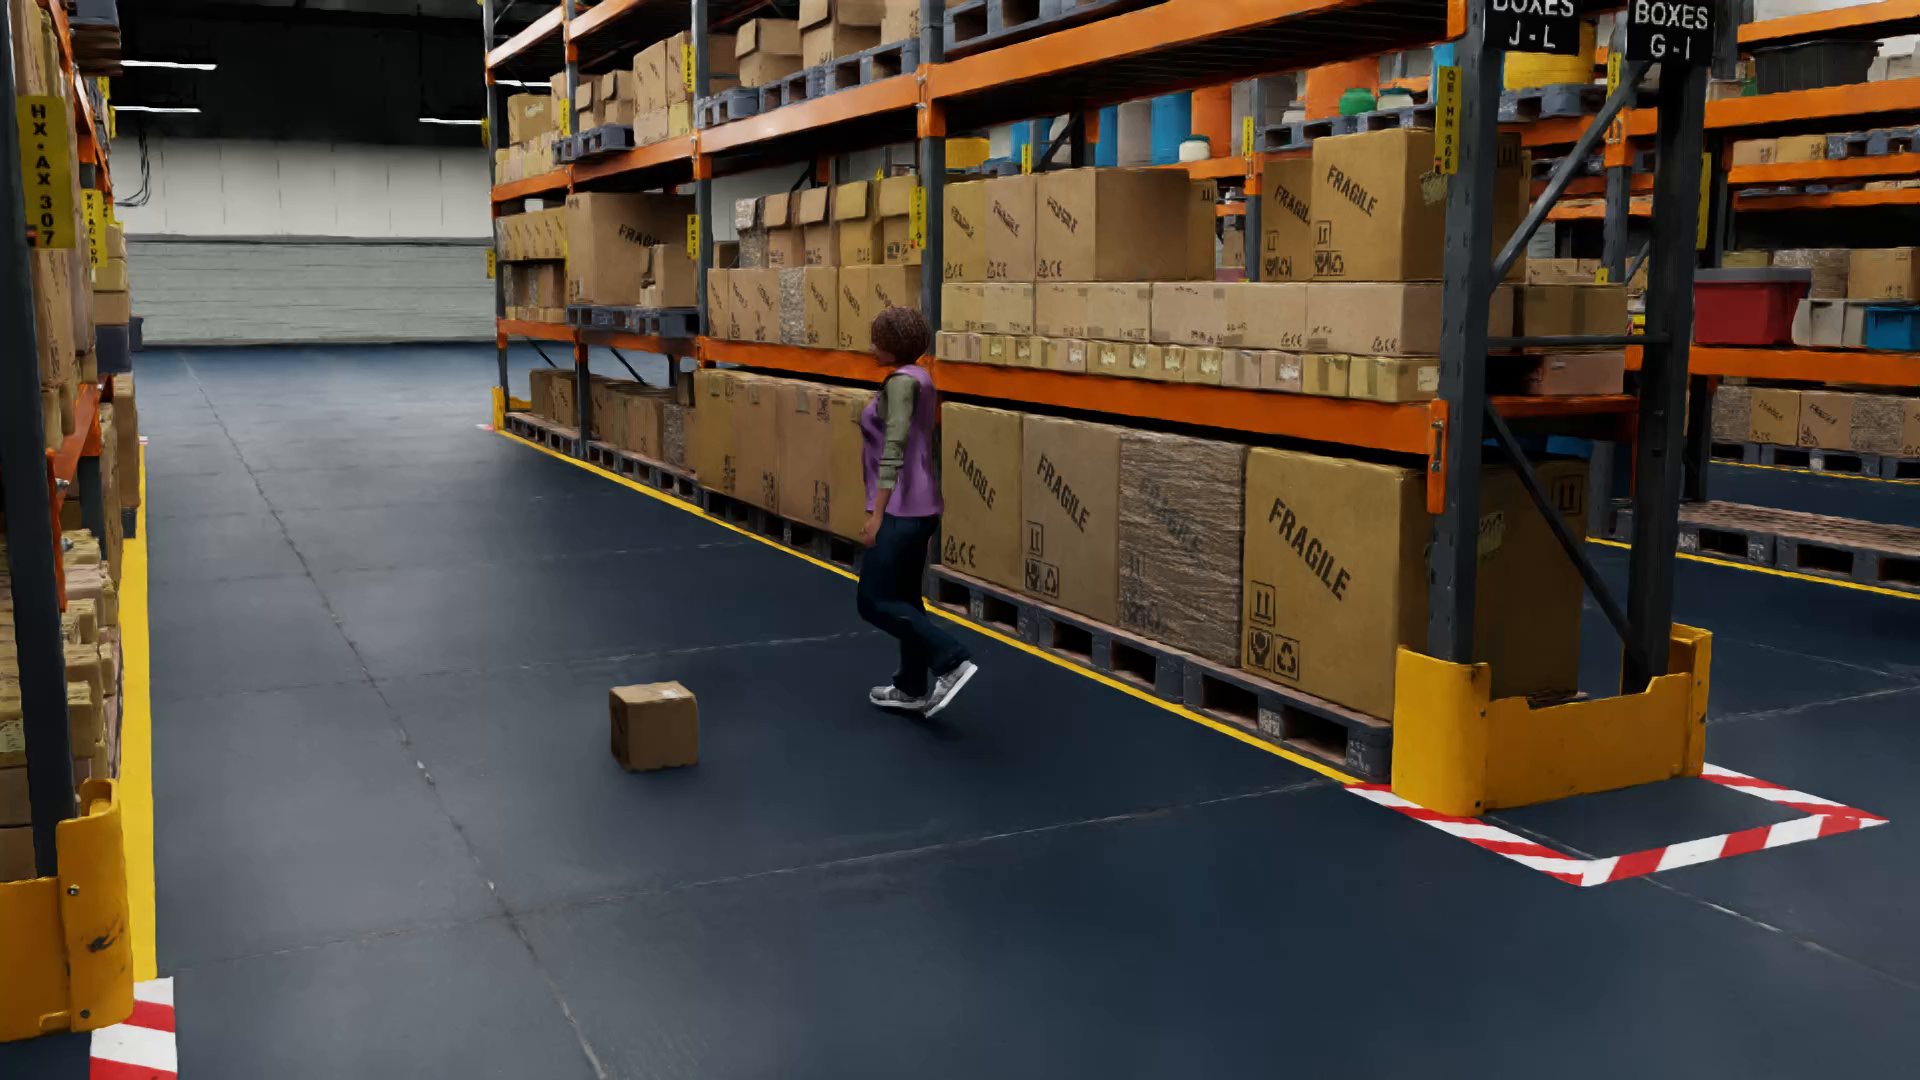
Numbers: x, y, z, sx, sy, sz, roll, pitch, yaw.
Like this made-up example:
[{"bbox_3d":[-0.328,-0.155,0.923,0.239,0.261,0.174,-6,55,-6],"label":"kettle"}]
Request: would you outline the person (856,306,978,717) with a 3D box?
[{"bbox_3d":[-0.160,-0.088,6.338,0.498,1.594,0.560,1,9,9],"label":"person"}]
